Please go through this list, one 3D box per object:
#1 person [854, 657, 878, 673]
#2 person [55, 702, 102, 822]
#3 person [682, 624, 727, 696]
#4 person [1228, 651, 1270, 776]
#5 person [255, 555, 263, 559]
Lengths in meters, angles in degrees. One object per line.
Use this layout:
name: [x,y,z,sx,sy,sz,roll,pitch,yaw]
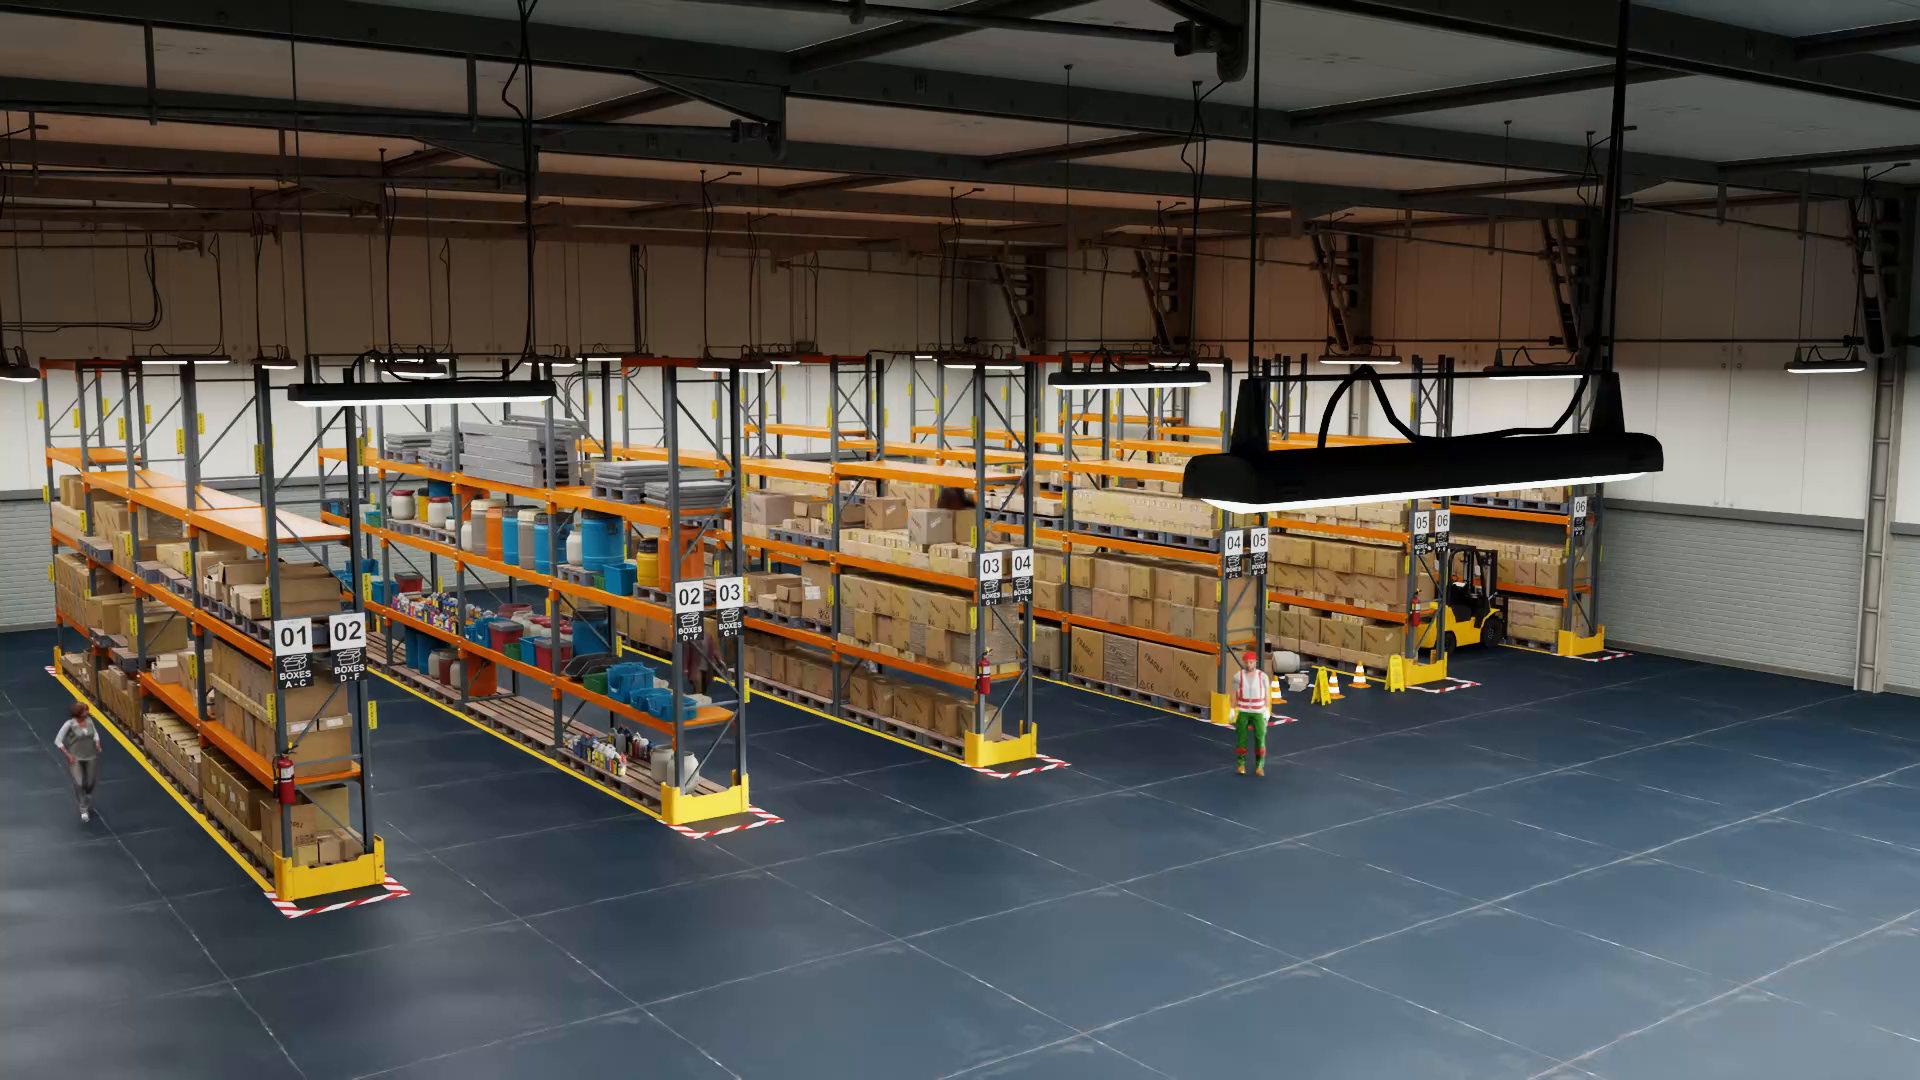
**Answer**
person: [-1.714,1.663,31.636,0.596,1.715,1.105,-5,8,-36]
person: [-11.727,2.920,22.116,0.538,1.590,0.648,-4,8,-33]
person: [-4.267,2.173,27.650,0.700,1.638,1.094,-4,8,-27]
person: [4.225,2.527,24.323,0.586,1.808,0.387,1,7,10]
person: [-15.411,1.100,36.795,1.003,1.633,0.551,2,7,13]
